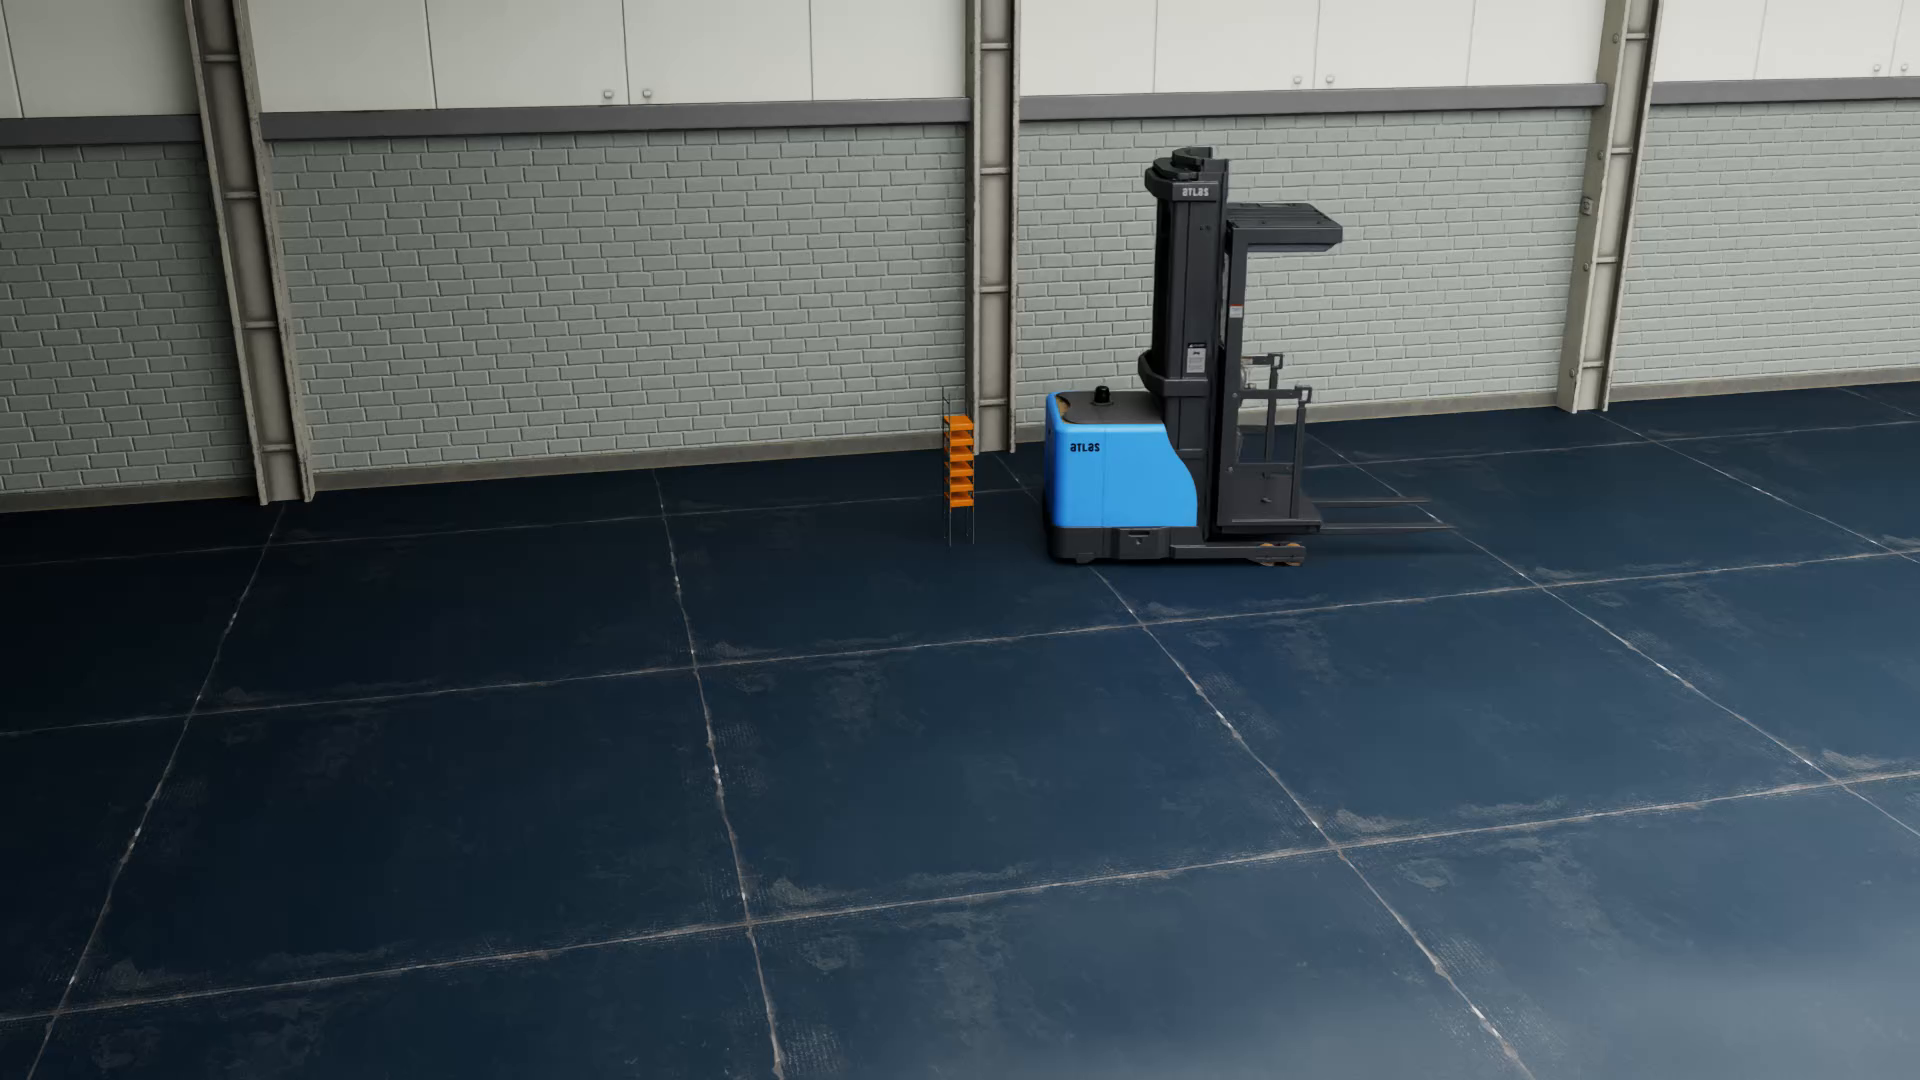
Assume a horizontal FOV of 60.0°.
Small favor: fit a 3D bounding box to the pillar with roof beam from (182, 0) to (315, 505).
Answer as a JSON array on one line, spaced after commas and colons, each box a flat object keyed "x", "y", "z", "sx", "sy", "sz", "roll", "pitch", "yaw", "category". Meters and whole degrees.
[{"x": -4.576, "y": -3.136, "z": 8.293, "sx": 0.400, "sy": 9.000, "sz": 9.100, "roll": -5, "pitch": 21, "yaw": -12, "category": "pillar with roof beam"}]

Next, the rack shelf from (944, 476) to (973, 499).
[{"x": -0.014, "y": -0.408, "z": 12.662, "sx": 0.180, "sy": 0.103, "sz": 0.258, "roll": -5, "pitch": 21, "yaw": -12, "category": "rack shelf"}]

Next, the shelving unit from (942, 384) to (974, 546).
[{"x": -0.014, "y": -0.562, "z": 12.605, "sx": 0.189, "sy": 1.200, "sz": 0.258, "roll": -5, "pitch": 21, "yaw": -12, "category": "shelving unit"}]

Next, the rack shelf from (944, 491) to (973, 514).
[{"x": -0.014, "y": -0.295, "z": 12.703, "sx": 0.180, "sy": 0.103, "sz": 0.258, "roll": -5, "pitch": 21, "yaw": -12, "category": "rack shelf"}]

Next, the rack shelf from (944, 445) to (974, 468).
[{"x": -0.014, "y": -0.633, "z": 12.579, "sx": 0.180, "sy": 0.103, "sz": 0.258, "roll": -5, "pitch": 21, "yaw": -12, "category": "rack shelf"}]

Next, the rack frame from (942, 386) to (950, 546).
[{"x": -0.103, "y": -0.555, "z": 12.585, "sx": 0.006, "sy": 1.200, "sz": 0.240, "roll": -5, "pitch": 21, "yaw": -12, "category": "rack frame"}]

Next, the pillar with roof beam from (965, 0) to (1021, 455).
[{"x": 1.263, "y": -3.611, "z": 9.590, "sx": 0.400, "sy": 9.000, "sz": 9.100, "roll": -5, "pitch": 21, "yaw": -12, "category": "pillar with roof beam"}]

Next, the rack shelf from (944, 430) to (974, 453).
[{"x": -0.014, "y": -0.746, "z": 12.538, "sx": 0.180, "sy": 0.103, "sz": 0.258, "roll": -5, "pitch": 21, "yaw": -12, "category": "rack shelf"}]

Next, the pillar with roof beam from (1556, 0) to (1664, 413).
[{"x": 7.102, "y": -4.086, "z": 10.886, "sx": 0.400, "sy": 9.000, "sz": 9.100, "roll": -5, "pitch": 21, "yaw": -12, "category": "pillar with roof beam"}]

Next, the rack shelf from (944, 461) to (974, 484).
[{"x": -0.014, "y": -0.521, "z": 12.620, "sx": 0.180, "sy": 0.103, "sz": 0.258, "roll": -5, "pitch": 21, "yaw": -12, "category": "rack shelf"}]

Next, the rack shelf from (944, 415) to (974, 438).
[{"x": -0.014, "y": -0.859, "z": 12.497, "sx": 0.180, "sy": 0.103, "sz": 0.258, "roll": -5, "pitch": 21, "yaw": -12, "category": "rack shelf"}]

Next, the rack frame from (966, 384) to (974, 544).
[{"x": 0.075, "y": -0.569, "z": 12.625, "sx": 0.006, "sy": 1.200, "sz": 0.240, "roll": -5, "pitch": 21, "yaw": -12, "category": "rack frame"}]

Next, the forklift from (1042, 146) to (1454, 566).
[{"x": 2.172, "y": -1.365, "z": 12.281, "sx": 3.031, "sy": 2.935, "sz": 1.130, "roll": 0, "pitch": 20, "yaw": -1, "category": "forklift"}]
